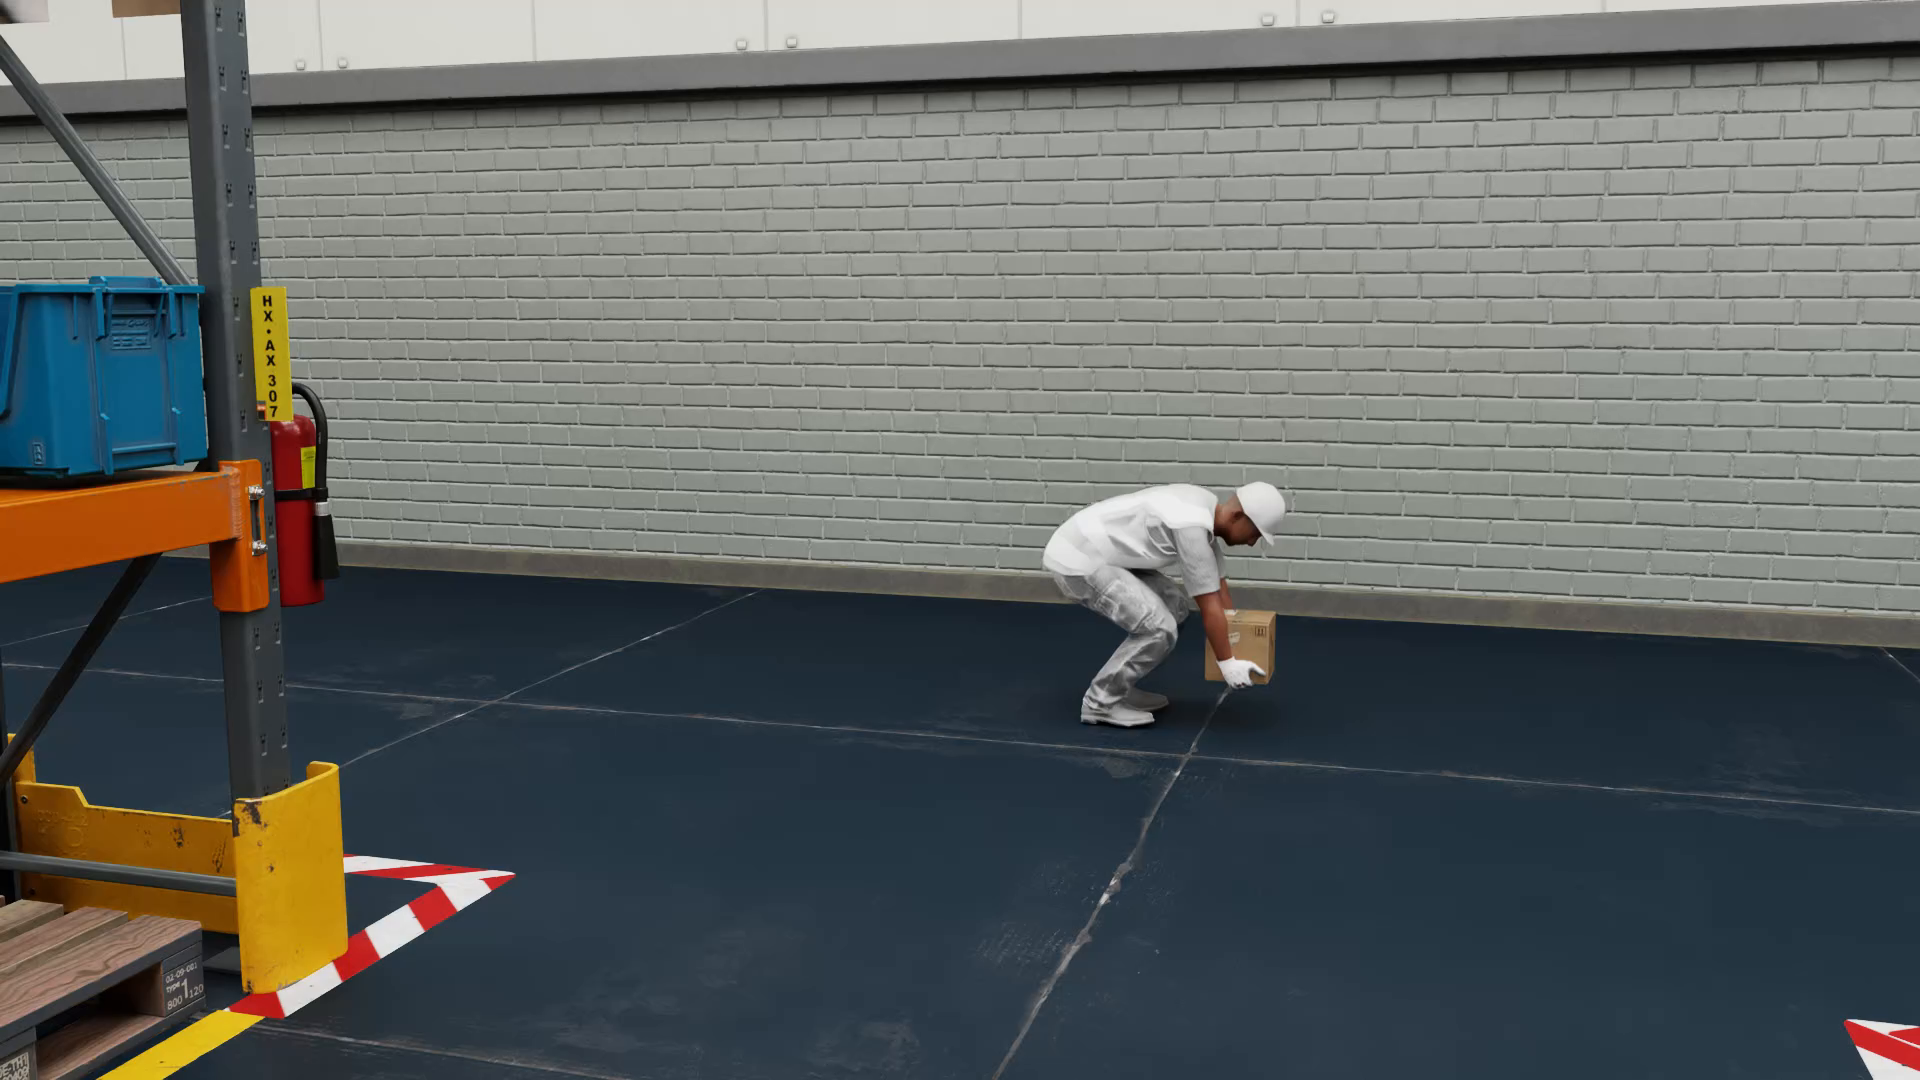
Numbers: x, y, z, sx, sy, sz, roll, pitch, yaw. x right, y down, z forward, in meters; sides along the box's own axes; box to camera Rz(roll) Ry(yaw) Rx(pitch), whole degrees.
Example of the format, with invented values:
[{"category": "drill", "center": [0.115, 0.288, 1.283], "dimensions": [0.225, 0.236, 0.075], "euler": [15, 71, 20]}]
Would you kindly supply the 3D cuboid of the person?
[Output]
[{"category": "person", "center": [0.830, 0.248, 6.810], "dimensions": [0.965, 0.994, 0.546], "euler": [2, 8, 14]}]
